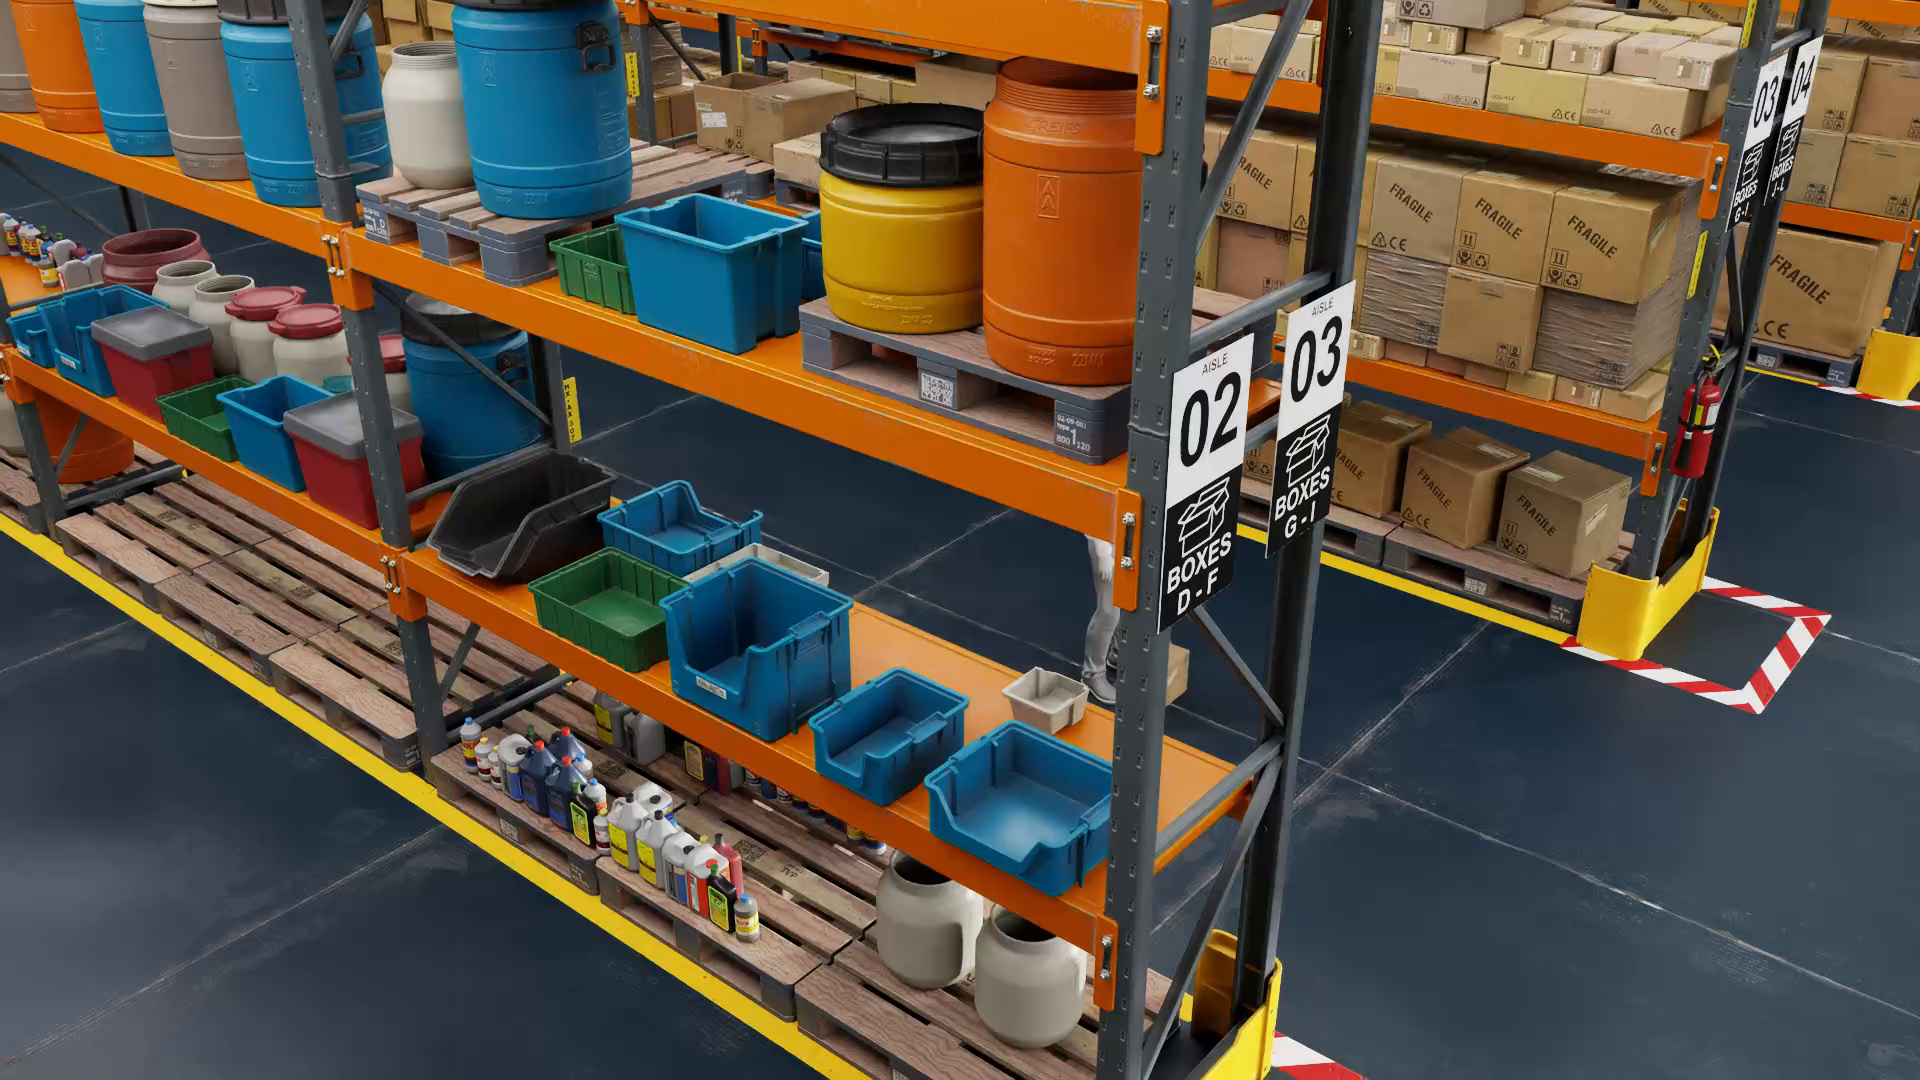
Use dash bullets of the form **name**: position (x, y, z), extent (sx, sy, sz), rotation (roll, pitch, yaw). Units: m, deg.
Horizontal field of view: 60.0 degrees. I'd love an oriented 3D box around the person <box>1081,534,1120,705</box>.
- **person**: position (0.847, 0.005, 8.607), extent (0.376, 1.662, 0.542), rotation (19, 33, 31)
